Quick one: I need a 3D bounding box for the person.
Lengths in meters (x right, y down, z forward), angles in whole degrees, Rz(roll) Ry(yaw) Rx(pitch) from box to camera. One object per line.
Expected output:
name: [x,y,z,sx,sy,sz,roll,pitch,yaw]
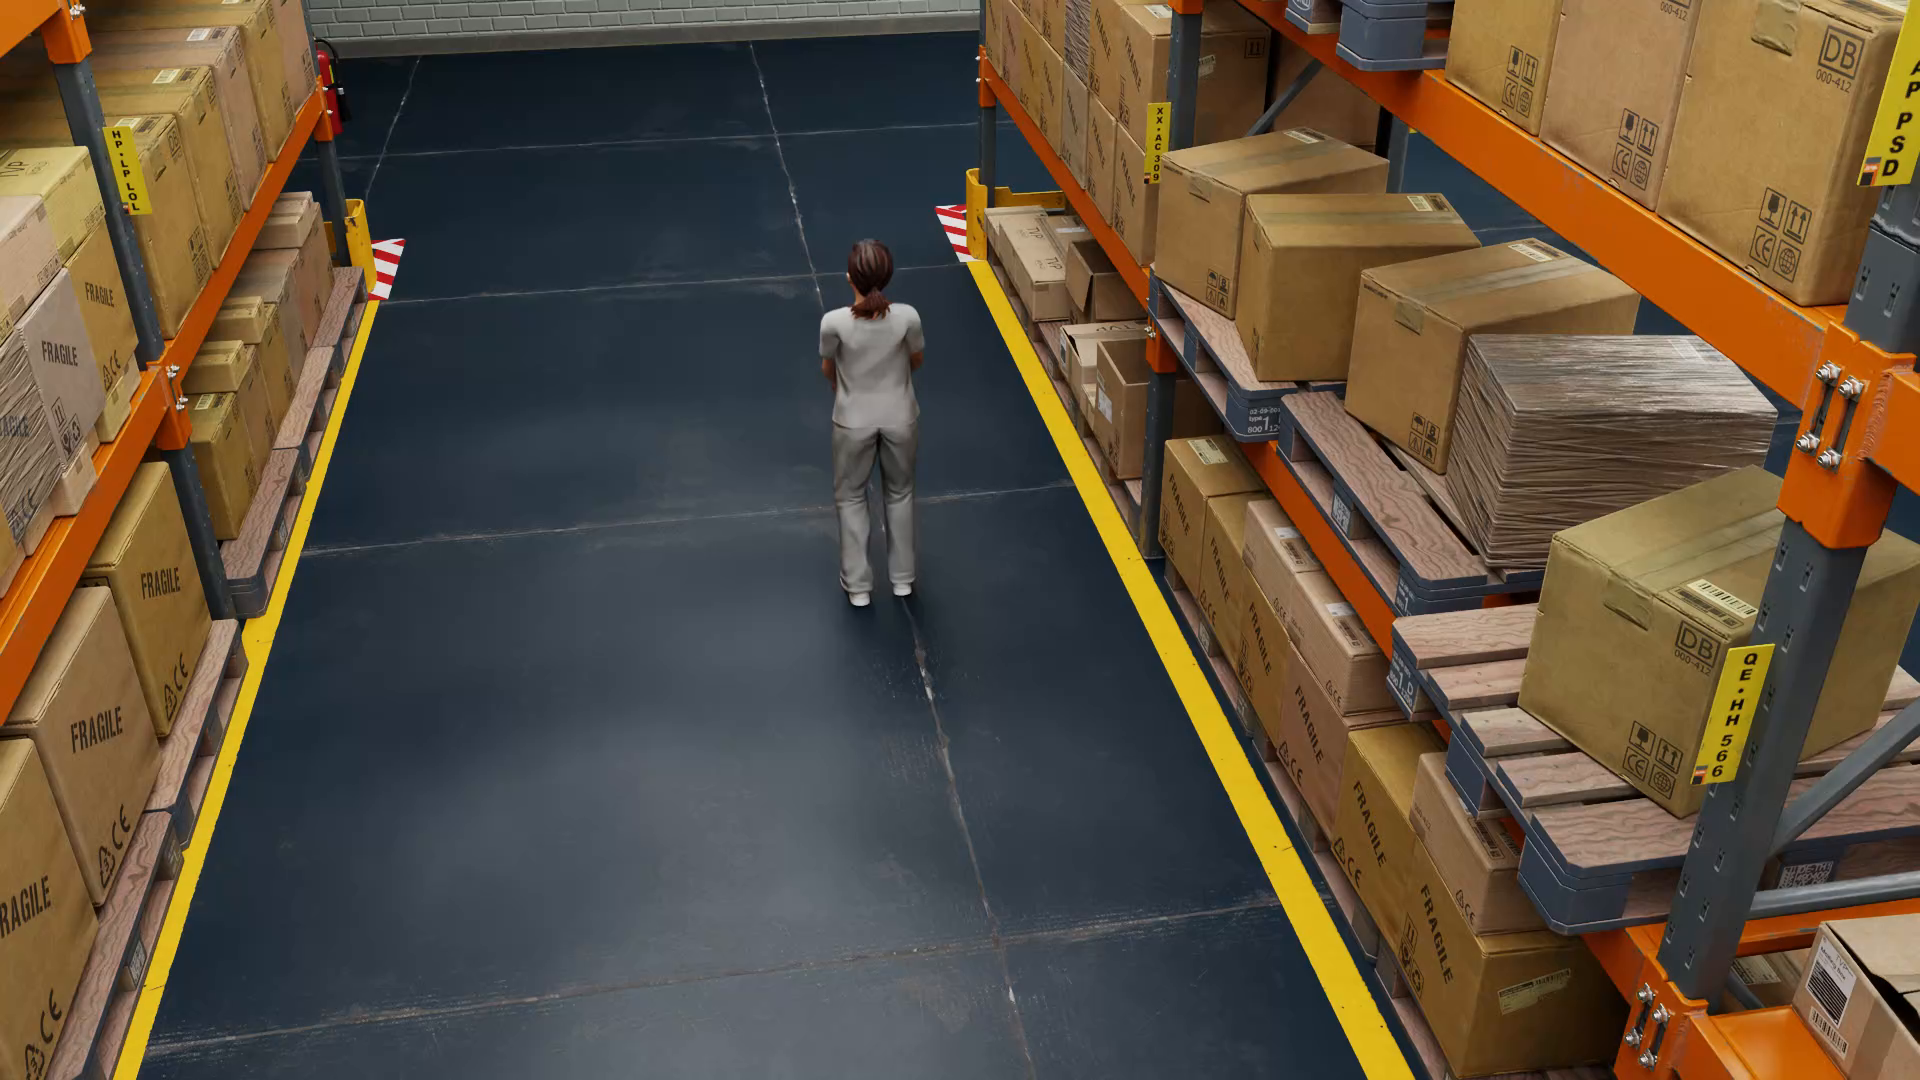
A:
person: [-0.366,-0.514,7.008,0.437,1.665,0.549,-5,31,-8]
